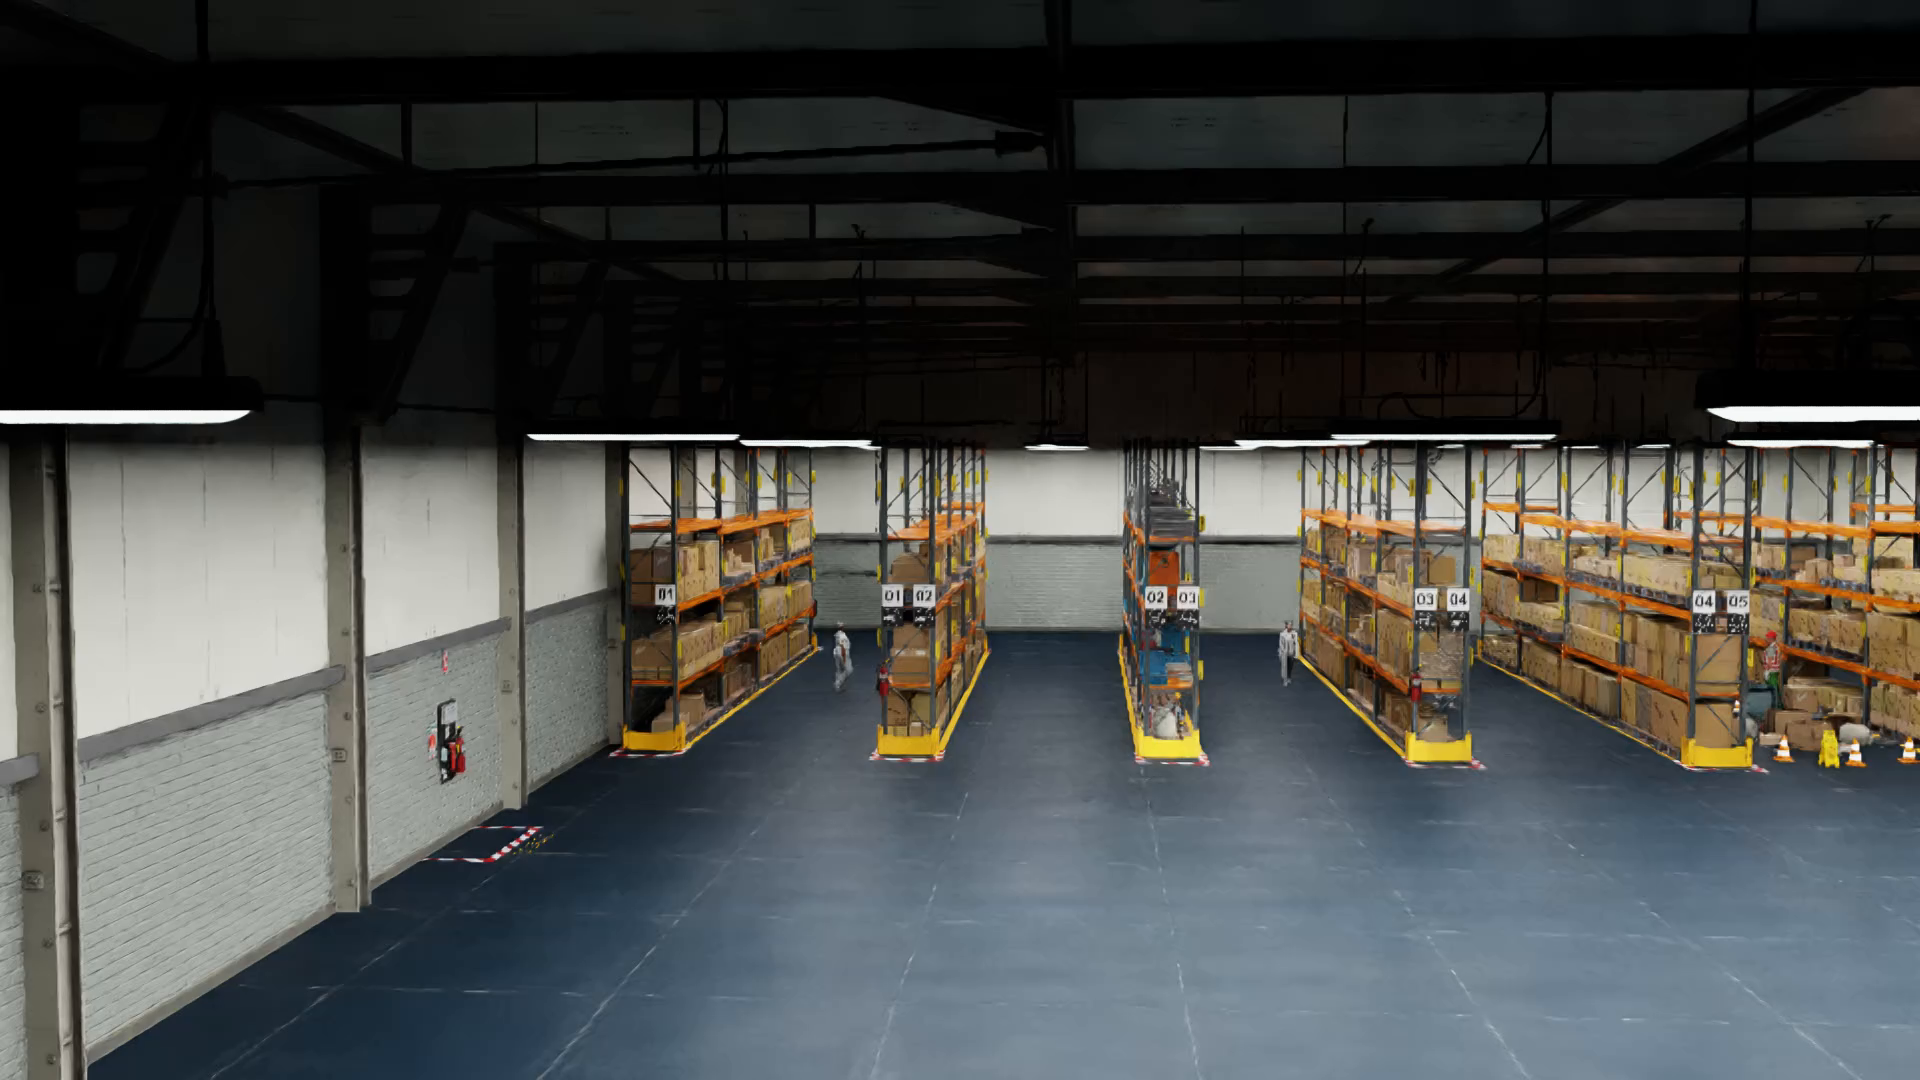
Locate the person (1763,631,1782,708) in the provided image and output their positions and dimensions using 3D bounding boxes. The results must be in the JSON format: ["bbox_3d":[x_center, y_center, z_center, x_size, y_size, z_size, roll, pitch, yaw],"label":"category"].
[{"bbox_3d":[17.700,2.870,36.386,0.581,1.785,0.664,2,3,29],"label":"person"}]

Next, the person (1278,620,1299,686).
[{"bbox_3d":[8.035,2.732,40.600,0.489,1.588,1.074,0,3,4],"label":"person"}]

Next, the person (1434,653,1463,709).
[{"bbox_3d":[10.782,2.895,36.745,0.677,1.742,0.552,0,3,3],"label":"person"}]

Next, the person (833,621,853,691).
[{"bbox_3d":[-2.836,2.777,39.645,0.439,1.656,0.531,-1,3,-24],"label":"person"}]
